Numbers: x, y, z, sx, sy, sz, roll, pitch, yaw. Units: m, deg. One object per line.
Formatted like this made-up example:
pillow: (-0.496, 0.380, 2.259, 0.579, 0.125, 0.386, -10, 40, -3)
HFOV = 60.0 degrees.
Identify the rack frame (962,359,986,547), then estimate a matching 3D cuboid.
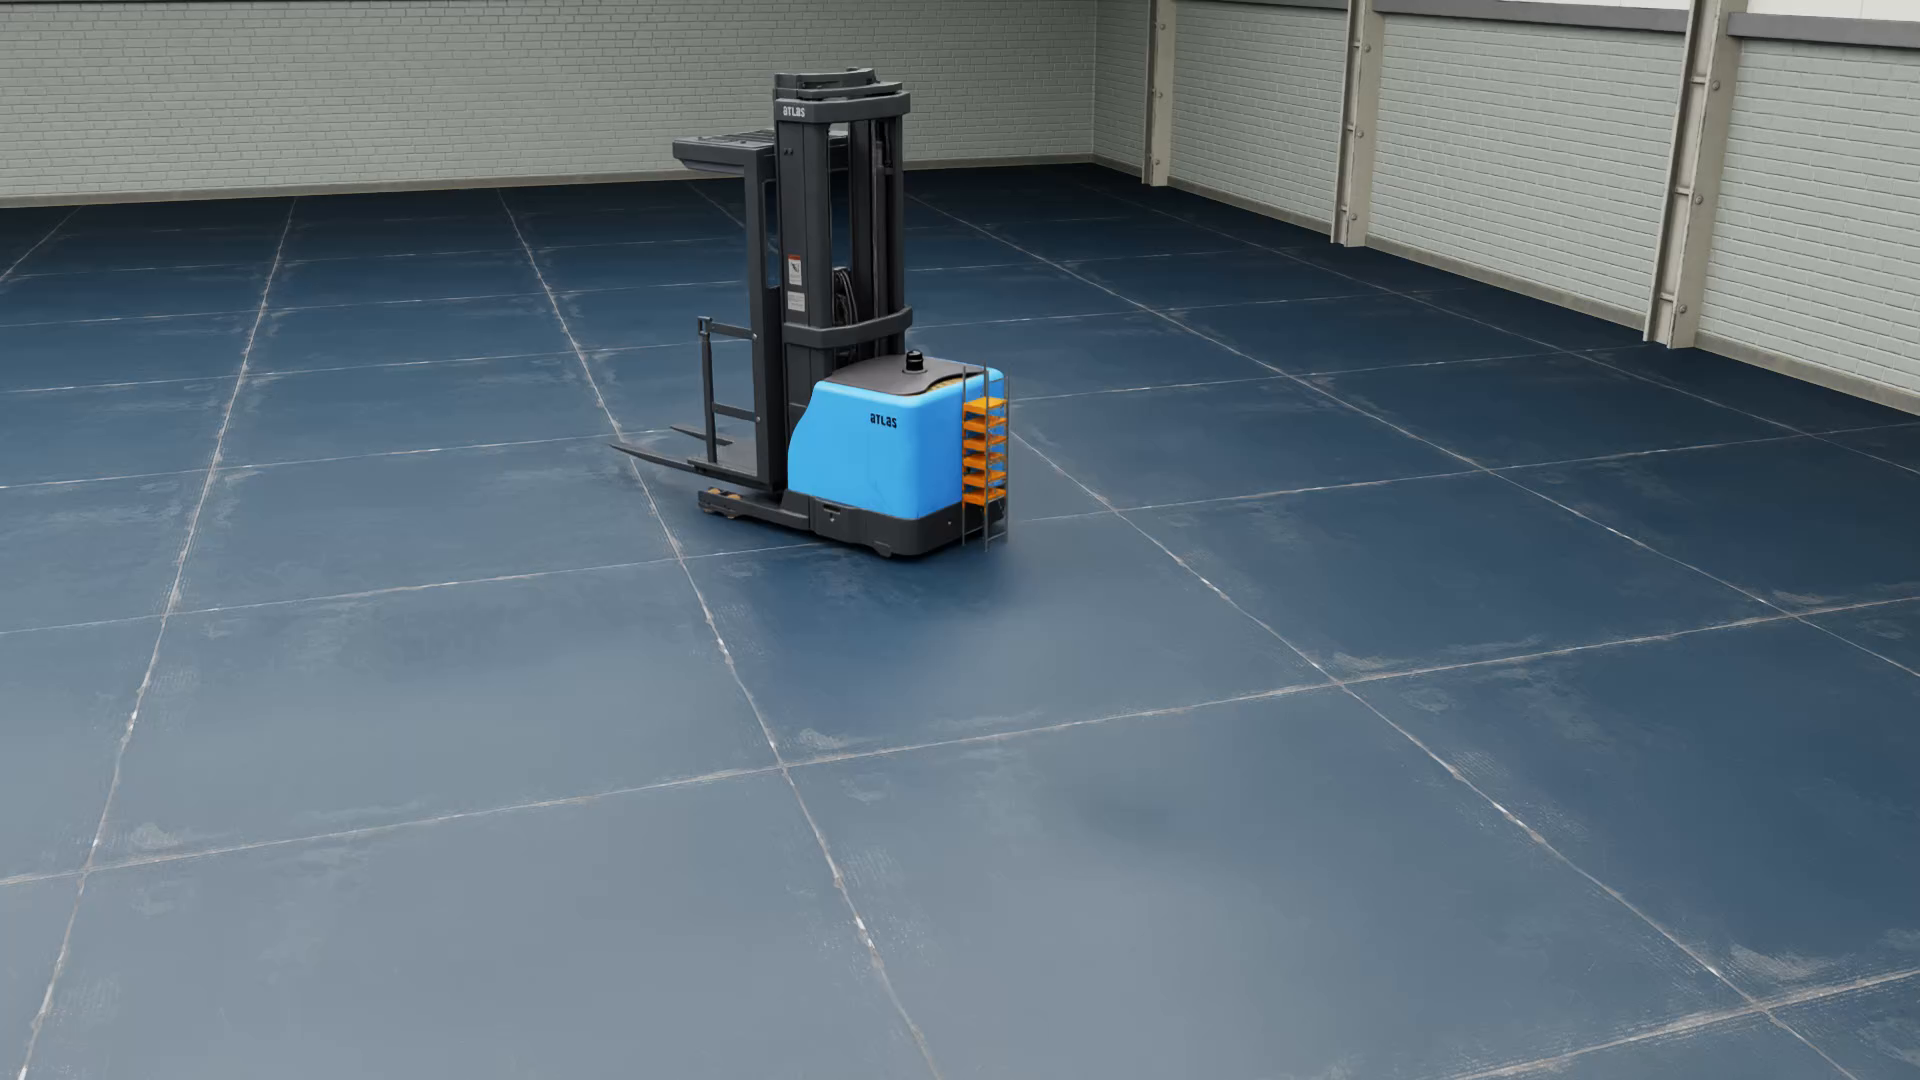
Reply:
rack frame: (0.092, -0.550, 10.671, 0.006, 1.200, 0.240, 14, 24, 35)

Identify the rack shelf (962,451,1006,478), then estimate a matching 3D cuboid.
rack shelf: (0.164, -0.489, 10.634, 0.180, 0.103, 0.258, 14, 24, 35)

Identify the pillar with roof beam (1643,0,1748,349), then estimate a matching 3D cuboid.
pillar with roof beam: (2.856, -5.705, 13.488, 9.100, 9.000, 0.400, -6, 21, -17)

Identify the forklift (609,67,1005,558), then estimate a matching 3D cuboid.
forklift: (-1.177, -1.650, 11.175, 3.031, 2.935, 1.130, 15, 24, 35)

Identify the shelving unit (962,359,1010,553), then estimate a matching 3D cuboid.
shelving unit: (0.164, -0.531, 10.619, 0.189, 1.200, 0.258, 14, 24, 35)

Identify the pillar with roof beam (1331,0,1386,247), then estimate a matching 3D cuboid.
pillar with roof beam: (0.970, -7.630, 18.848, 9.100, 9.000, 0.400, -6, 21, -17)

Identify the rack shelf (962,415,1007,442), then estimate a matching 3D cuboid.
rack shelf: (0.165, -0.715, 10.553, 0.180, 0.103, 0.258, 14, 24, 35)

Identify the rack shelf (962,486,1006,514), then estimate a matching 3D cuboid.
rack shelf: (0.164, -0.263, 10.714, 0.180, 0.103, 0.258, 14, 24, 35)

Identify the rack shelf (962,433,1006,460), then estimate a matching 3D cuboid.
rack shelf: (0.165, -0.602, 10.593, 0.180, 0.103, 0.258, 14, 24, 35)

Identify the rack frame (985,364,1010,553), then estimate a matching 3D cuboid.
rack frame: (0.237, -0.512, 10.567, 0.006, 1.200, 0.240, 14, 24, 35)

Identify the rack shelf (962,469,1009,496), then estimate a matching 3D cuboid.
rack shelf: (0.164, -0.376, 10.674, 0.180, 0.103, 0.258, 14, 24, 35)

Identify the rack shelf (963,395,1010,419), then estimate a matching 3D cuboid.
rack shelf: (0.165, -0.828, 10.513, 0.180, 0.103, 0.258, 14, 24, 35)

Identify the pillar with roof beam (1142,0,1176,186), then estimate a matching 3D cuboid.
pillar with roof beam: (-0.916, -9.556, 24.209, 9.100, 9.000, 0.400, -6, 21, -17)
